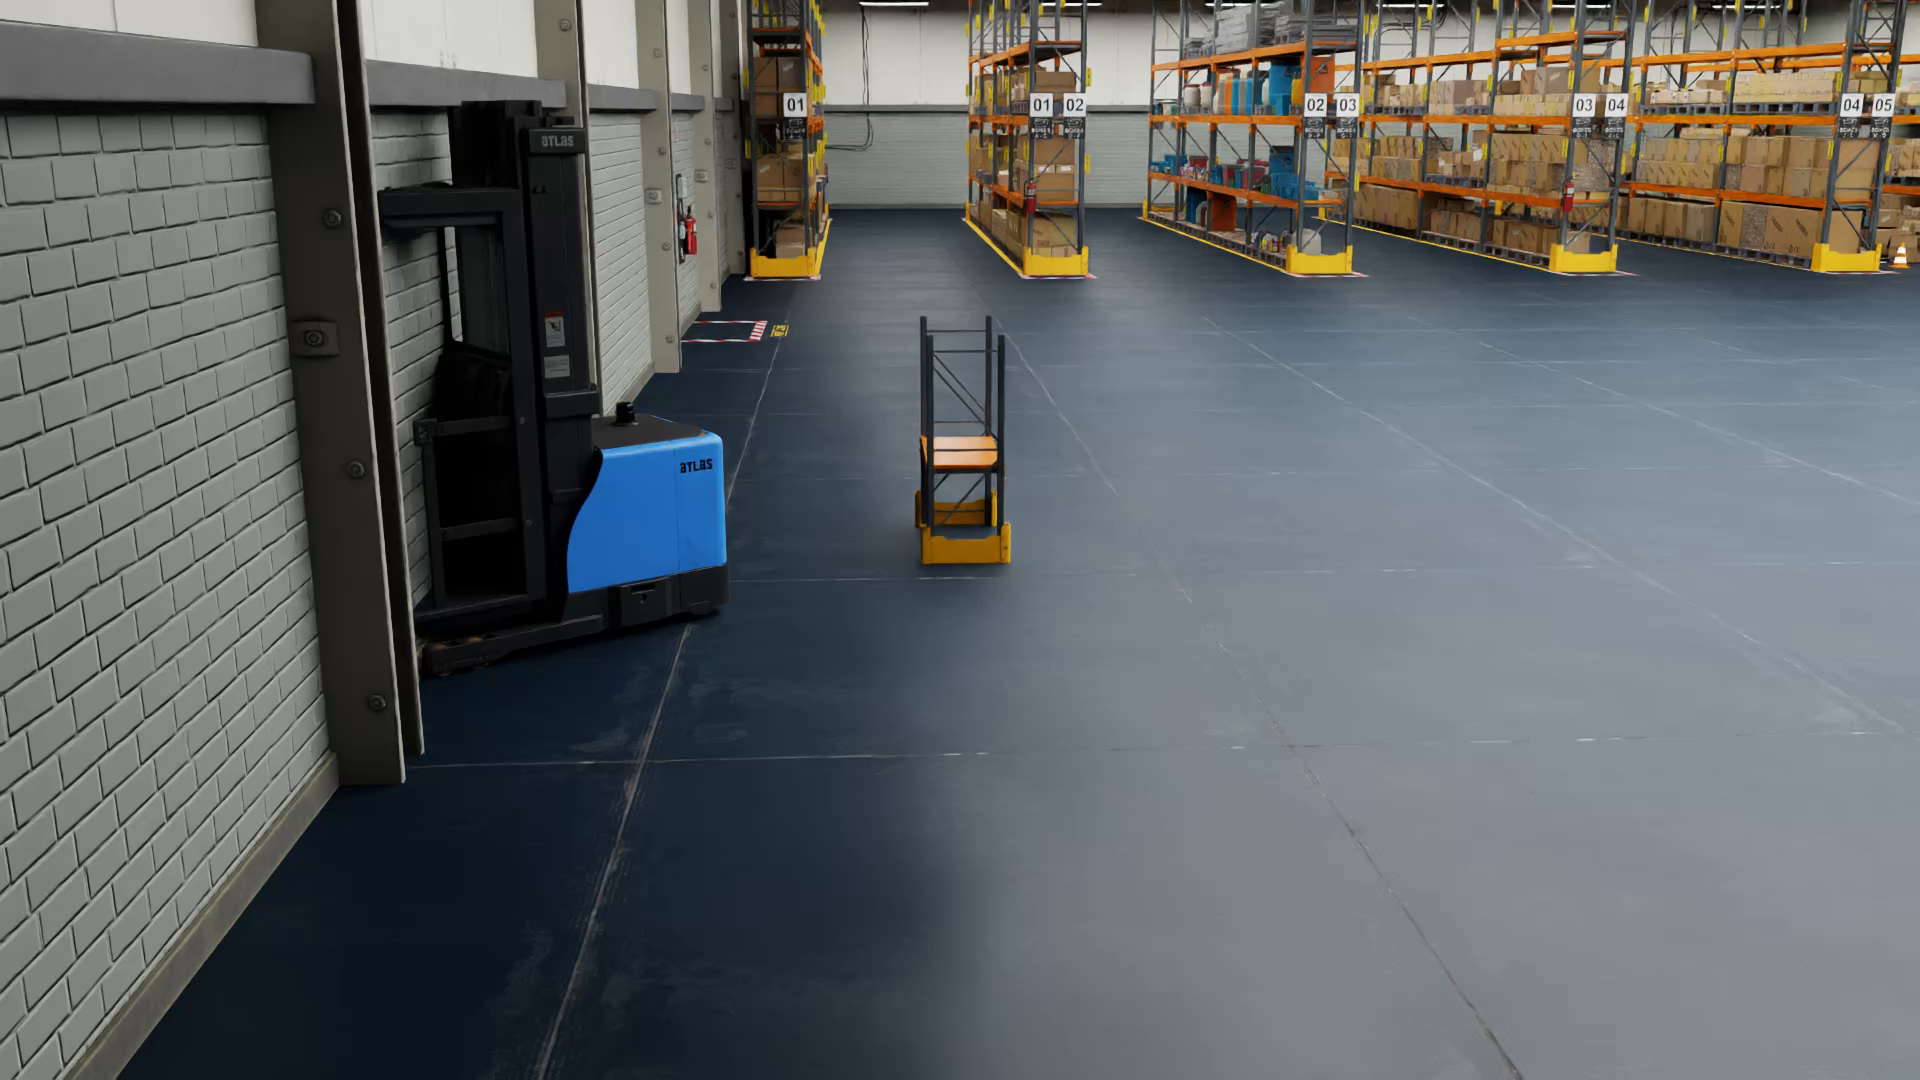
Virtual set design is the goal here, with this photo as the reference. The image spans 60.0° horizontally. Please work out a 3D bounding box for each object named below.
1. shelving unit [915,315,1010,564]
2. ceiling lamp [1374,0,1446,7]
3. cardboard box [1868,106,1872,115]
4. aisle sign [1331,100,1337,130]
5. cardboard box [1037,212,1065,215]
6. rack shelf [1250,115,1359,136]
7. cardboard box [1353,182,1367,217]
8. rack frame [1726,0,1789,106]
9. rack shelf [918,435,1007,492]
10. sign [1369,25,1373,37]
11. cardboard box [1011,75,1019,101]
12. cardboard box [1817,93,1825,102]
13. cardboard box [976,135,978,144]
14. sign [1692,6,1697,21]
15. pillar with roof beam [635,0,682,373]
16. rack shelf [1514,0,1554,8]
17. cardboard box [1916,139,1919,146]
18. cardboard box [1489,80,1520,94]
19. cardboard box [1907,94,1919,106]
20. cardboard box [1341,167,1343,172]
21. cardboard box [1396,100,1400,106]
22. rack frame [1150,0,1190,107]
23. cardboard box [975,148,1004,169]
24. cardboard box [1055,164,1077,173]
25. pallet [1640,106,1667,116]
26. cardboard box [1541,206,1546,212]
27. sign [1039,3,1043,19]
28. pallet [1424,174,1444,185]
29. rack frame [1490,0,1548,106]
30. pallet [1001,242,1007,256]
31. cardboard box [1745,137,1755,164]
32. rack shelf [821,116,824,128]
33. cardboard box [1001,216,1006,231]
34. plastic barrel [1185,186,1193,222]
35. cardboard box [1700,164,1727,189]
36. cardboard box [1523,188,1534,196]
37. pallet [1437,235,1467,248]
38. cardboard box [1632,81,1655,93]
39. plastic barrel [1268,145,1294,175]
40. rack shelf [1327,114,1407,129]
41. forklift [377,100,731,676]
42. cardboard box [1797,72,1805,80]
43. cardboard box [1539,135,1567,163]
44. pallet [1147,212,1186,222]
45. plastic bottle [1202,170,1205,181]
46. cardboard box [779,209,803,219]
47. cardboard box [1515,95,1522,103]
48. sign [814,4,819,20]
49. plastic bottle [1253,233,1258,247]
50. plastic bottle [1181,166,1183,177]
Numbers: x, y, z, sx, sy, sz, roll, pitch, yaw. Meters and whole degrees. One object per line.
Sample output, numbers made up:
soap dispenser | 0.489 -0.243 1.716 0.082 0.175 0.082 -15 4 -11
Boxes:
shelving unit | 0.005 -0.707 11.266 0.587 1.500 1.083 -1 14 -3
ceiling lamp | 12.996 -16.879 47.355 2.000 3.185 0.800 -1 14 -3
cardboard box | 21.067 -9.869 37.642 0.700 0.500 0.500 -1 14 -3
aisle sign | 10.328 -11.712 45.811 0.394 0.787 0.004 -1 14 -3
cardboard box | 1.788 -6.178 32.688 0.500 0.500 0.500 -1 14 -3
rack shelf | 6.555 -7.986 31.970 1.077 0.370 4.000 -1 14 -3
cardboard box | 10.863 -9.009 43.942 0.875 0.875 0.875 -1 14 -3
rack frame | 16.332 -10.413 33.936 1.000 3.000 0.127 -1 14 -3
rack shelf | 0.005 -0.531 11.302 0.538 0.185 1.000 -1 14 -3
sign | 11.174 -13.841 45.228 0.100 0.325 0.005 -1 14 -3
cardboard box | 1.255 -8.947 32.935 0.500 0.500 0.500 0 14 1
cardboard box | 16.206 -8.235 30.955 0.380 0.149 0.250 -1 14 -3
cardboard box | 0.668 -10.075 42.457 0.500 0.500 0.500 -1 14 -5
sign | 16.638 -11.946 37.703 0.100 0.325 0.005 -1 14 -3
pillar with roof beam | 0.925 -6.380 18.262 9.100 9.000 0.400 -1 14 -3
rack shelf | 15.712 -14.161 43.278 1.077 0.370 4.000 -1 14 -3
cardboard box | 20.956 -8.601 35.994 0.380 0.149 0.250 -1 14 -5
cardboard box | 11.445 -9.280 34.505 0.797 0.503 0.637 -2 15 -6
cardboard box | 21.028 -9.588 36.209 0.500 0.250 0.500 -1 14 -3
cardboard box | 10.406 -9.905 44.509 0.380 0.149 0.250 -1 14 -4
cardboard box | 10.822 -10.607 40.374 0.380 0.149 0.250 -1 15 -6
rack frame | 5.688 -13.269 45.038 1.000 3.000 0.127 -1 14 -3
cardboard box | 0.798 -9.424 41.090 0.700 0.500 0.500 -6 16 -22
cardboard box | 1.926 -6.772 30.326 0.380 0.149 0.250 -1 14 -4
pallet | 16.177 -9.704 37.581 1.213 0.211 1.003 0 14 -1
cardboard box | 15.436 -8.670 43.487 0.380 0.149 0.250 -1 14 -5
sign | 1.793 -11.742 36.913 0.100 0.325 0.005 -1 14 -3
pallet | 11.278 -8.182 37.692 1.213 0.211 1.003 -1 14 -3
rack frame | 11.375 -10.361 33.737 1.000 3.000 0.127 -1 14 -3
pallet | 1.403 -6.136 34.951 1.003 0.211 1.213 -1 14 -3
cardboard box | 16.470 -7.875 33.647 0.875 0.550 0.550 -1 14 -3
rack shelf | -4.076 -10.818 42.974 1.077 0.370 4.000 -1 14 -3
cardboard box | 1.138 -6.673 34.990 0.500 0.311 0.500 0 14 -2
plastic barrel | 5.953 -8.420 41.602 0.600 0.901 0.708 -1 14 -3
cardboard box | 16.033 -7.681 35.160 0.500 0.500 0.500 -1 14 -4
cardboard box | 11.201 -6.778 32.356 0.380 0.149 0.250 -1 14 -3
pallet | 11.247 -6.603 36.766 1.003 0.211 1.213 -1 14 -3
cardboard box | 15.799 -10.470 38.444 0.396 0.266 0.258 -1 14 -3
plastic barrel | 6.710 -7.723 34.516 0.600 0.901 0.708 -1 14 -3
rack shelf | 10.755 -11.047 43.866 1.077 0.370 4.000 -1 14 -3
forklift | -2.823 -0.851 8.950 3.031 2.935 1.130 -11 18 -38
cardboard box | 16.158 -8.812 31.597 0.380 0.149 0.250 -1 14 -3
cardboard box | 11.305 -7.395 31.443 0.500 0.500 0.500 -1 14 -3
pallet | 5.700 -8.808 45.334 1.003 0.211 1.213 -1 14 -3
plastic bottle | 5.718 -8.541 38.959 0.097 0.271 0.097 0 14 0
cardboard box | -3.549 -6.884 34.892 0.500 0.250 0.500 -1 14 -5
cardboard box | 11.155 -8.682 32.733 0.380 0.149 0.250 -1 14 -4
sign | -3.163 -11.628 36.627 0.100 0.325 0.005 -1 14 -3
plastic bottle | 6.061 -6.107 33.826 0.152 0.276 0.135 0 14 -1
plastic bottle | 5.541 -9.181 41.425 0.061 0.283 0.133 -1 14 -3
